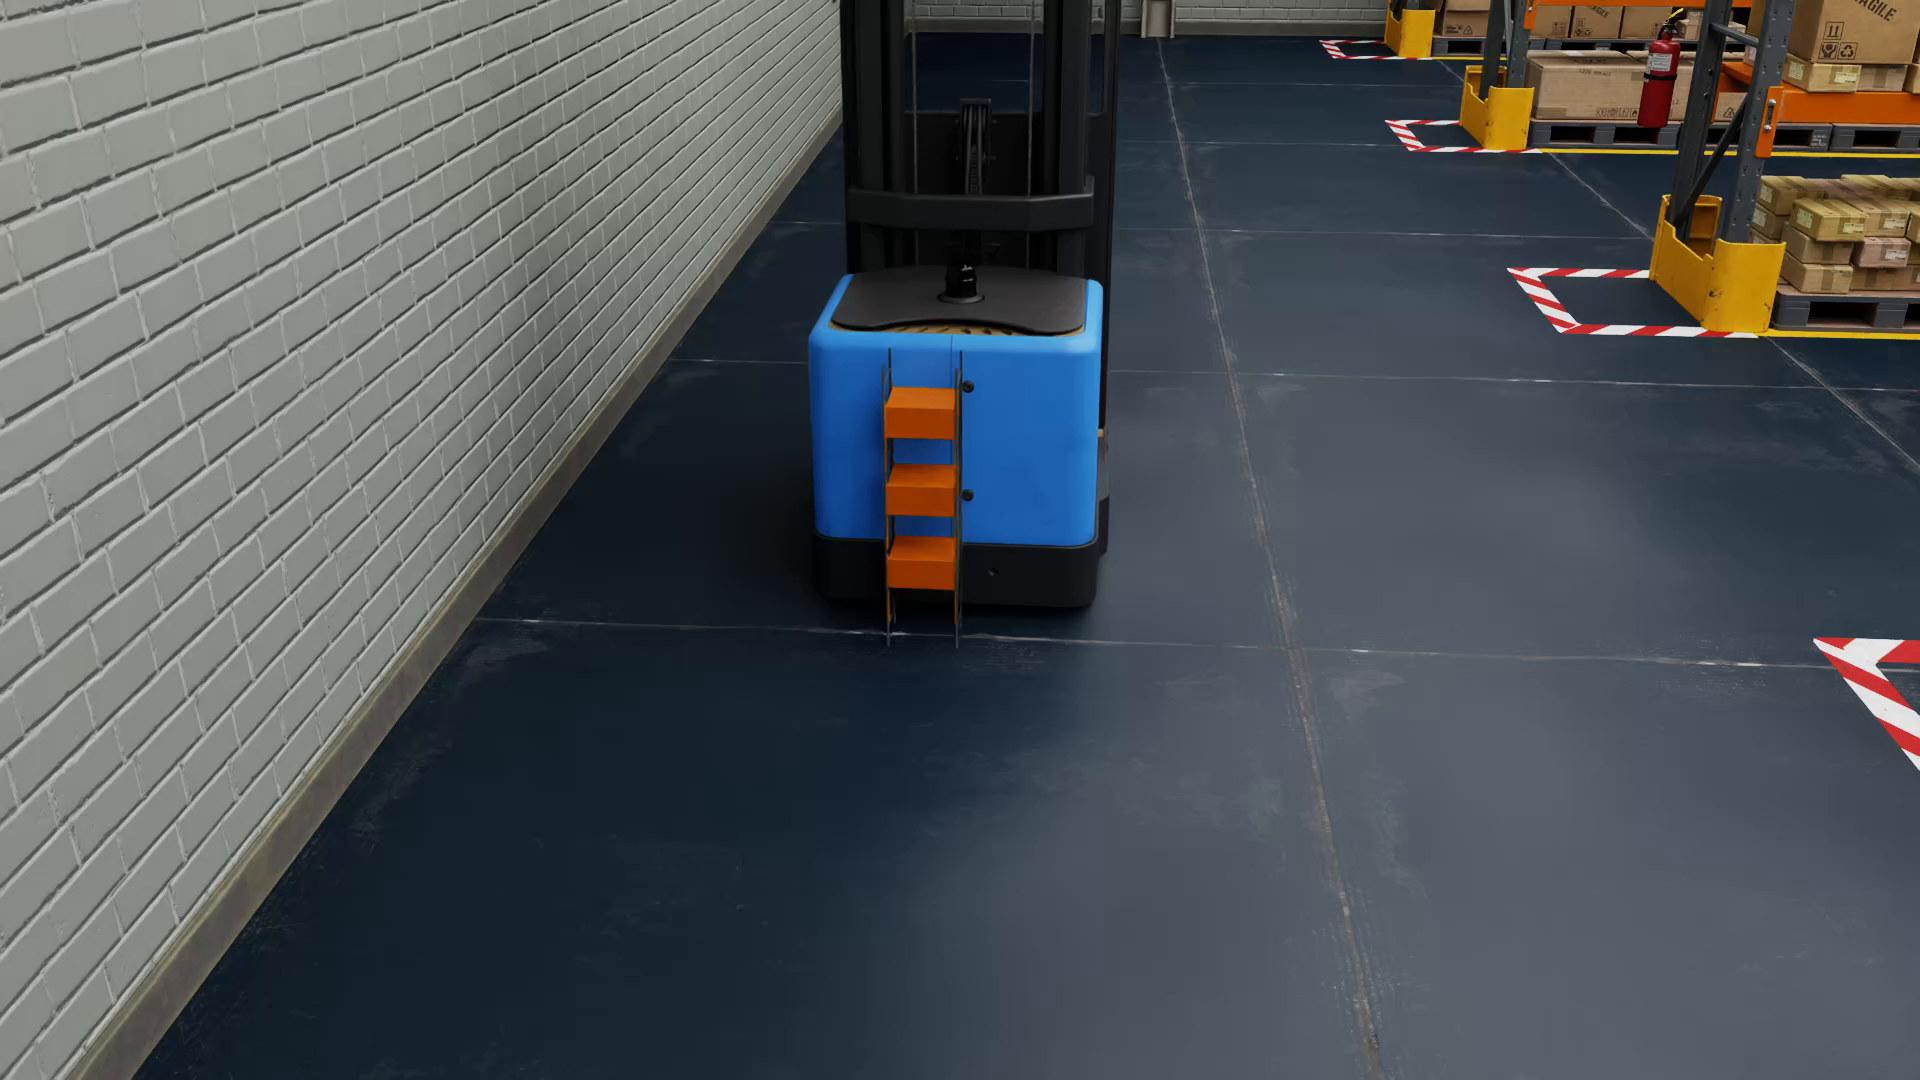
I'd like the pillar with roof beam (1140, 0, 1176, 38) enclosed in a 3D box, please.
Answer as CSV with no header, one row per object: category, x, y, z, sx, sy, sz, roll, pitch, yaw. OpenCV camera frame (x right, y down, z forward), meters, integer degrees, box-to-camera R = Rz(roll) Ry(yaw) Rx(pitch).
pillar with roof beam,2.015,-8.292,14.005,0.400,9.000,9.100,2,25,4

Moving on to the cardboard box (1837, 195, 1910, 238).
cardboard box,5.090,-1.812,9.297,0.250,0.149,0.380,2,25,5

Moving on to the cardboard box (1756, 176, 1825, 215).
cardboard box,4.856,-2.018,9.744,0.250,0.149,0.380,2,25,5

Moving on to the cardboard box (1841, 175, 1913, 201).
cardboard box,5.370,-2.031,9.772,0.250,0.149,0.380,1,25,3

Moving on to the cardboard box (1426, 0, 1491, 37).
cardboard box,5.566,-5.896,18.460,0.637,0.503,0.797,1,25,2

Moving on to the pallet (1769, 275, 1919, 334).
pallet,5.192,-1.454,9.657,1.213,0.211,1.003,2,25,4

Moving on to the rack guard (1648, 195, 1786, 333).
rack guard,4.385,-1.626,9.685,0.348,0.500,1.175,2,25,4

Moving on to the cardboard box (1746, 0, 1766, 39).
cardboard box,4.777,-3.037,9.286,0.500,0.500,0.500,2,25,5

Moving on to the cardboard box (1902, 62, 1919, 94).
cardboard box,5.128,-2.481,8.853,0.250,0.149,0.380,1,25,2

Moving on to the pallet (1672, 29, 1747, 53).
pallet,8.267,-5.526,18.508,1.213,0.211,1.003,2,25,4

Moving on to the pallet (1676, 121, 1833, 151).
pallet,6.604,-3.530,14.169,1.213,0.211,1.003,2,25,4

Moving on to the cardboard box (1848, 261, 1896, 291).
cardboard box,5.074,-1.535,9.405,0.250,0.149,0.380,2,25,4

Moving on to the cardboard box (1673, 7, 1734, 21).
cardboard box,8.311,-5.860,18.610,0.500,0.311,0.500,3,25,6

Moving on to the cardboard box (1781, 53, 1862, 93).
cardboard box,4.607,-2.502,8.901,0.250,0.149,0.380,2,25,4

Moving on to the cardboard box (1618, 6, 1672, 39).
cardboard box,7.451,-5.818,18.294,0.500,0.500,0.700,1,25,2

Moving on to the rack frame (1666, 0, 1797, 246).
rack frame,4.309,-2.764,9.167,0.127,3.000,1.000,2,25,4

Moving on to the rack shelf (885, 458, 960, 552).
rack shelf,-0.126,-0.123,5.786,0.240,0.259,0.215,2,25,5

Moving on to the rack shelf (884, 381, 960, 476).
rack shelf,-0.126,-0.381,5.668,0.240,0.259,0.215,2,25,5

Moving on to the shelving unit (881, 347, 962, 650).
shelving unit,-0.126,-0.132,5.782,0.252,1.050,0.215,2,25,5

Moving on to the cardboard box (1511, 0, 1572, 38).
cardboard box,6.415,-5.851,18.366,0.500,0.500,0.700,3,25,6

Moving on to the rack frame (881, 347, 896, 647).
rack frame,-0.247,-0.137,5.792,0.008,1.050,0.200,2,25,5

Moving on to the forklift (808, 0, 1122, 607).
forklift,0.101,-1.666,6.865,1.130,2.935,3.031,2,25,5

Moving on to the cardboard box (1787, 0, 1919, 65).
cardboard box,4.736,-2.815,8.803,0.500,0.500,0.500,3,25,6

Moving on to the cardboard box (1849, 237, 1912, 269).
cardboard box,5.081,-1.638,9.274,0.250,0.149,0.380,2,25,4

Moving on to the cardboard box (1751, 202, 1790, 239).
cardboard box,4.857,-1.896,9.835,0.250,0.149,0.380,1,25,3

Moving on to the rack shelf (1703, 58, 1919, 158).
rack shelf,6.303,-2.373,9.179,4.000,0.370,1.077,2,25,4

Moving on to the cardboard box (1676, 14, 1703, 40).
cardboard box,8.018,-5.626,18.157,0.258,0.266,0.396,3,25,6

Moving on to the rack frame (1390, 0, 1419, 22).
rack frame,4.964,-6.899,18.154,0.127,3.000,1.000,2,25,4

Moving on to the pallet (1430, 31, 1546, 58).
pallet,5.834,-5.604,18.677,1.213,0.211,1.003,2,25,4

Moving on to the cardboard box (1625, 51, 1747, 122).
cardboard box,6.166,-3.852,14.095,0.875,0.438,0.875,2,25,5

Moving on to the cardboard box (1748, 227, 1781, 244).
cardboard box,4.850,-1.729,9.828,0.250,0.149,0.380,2,25,5
